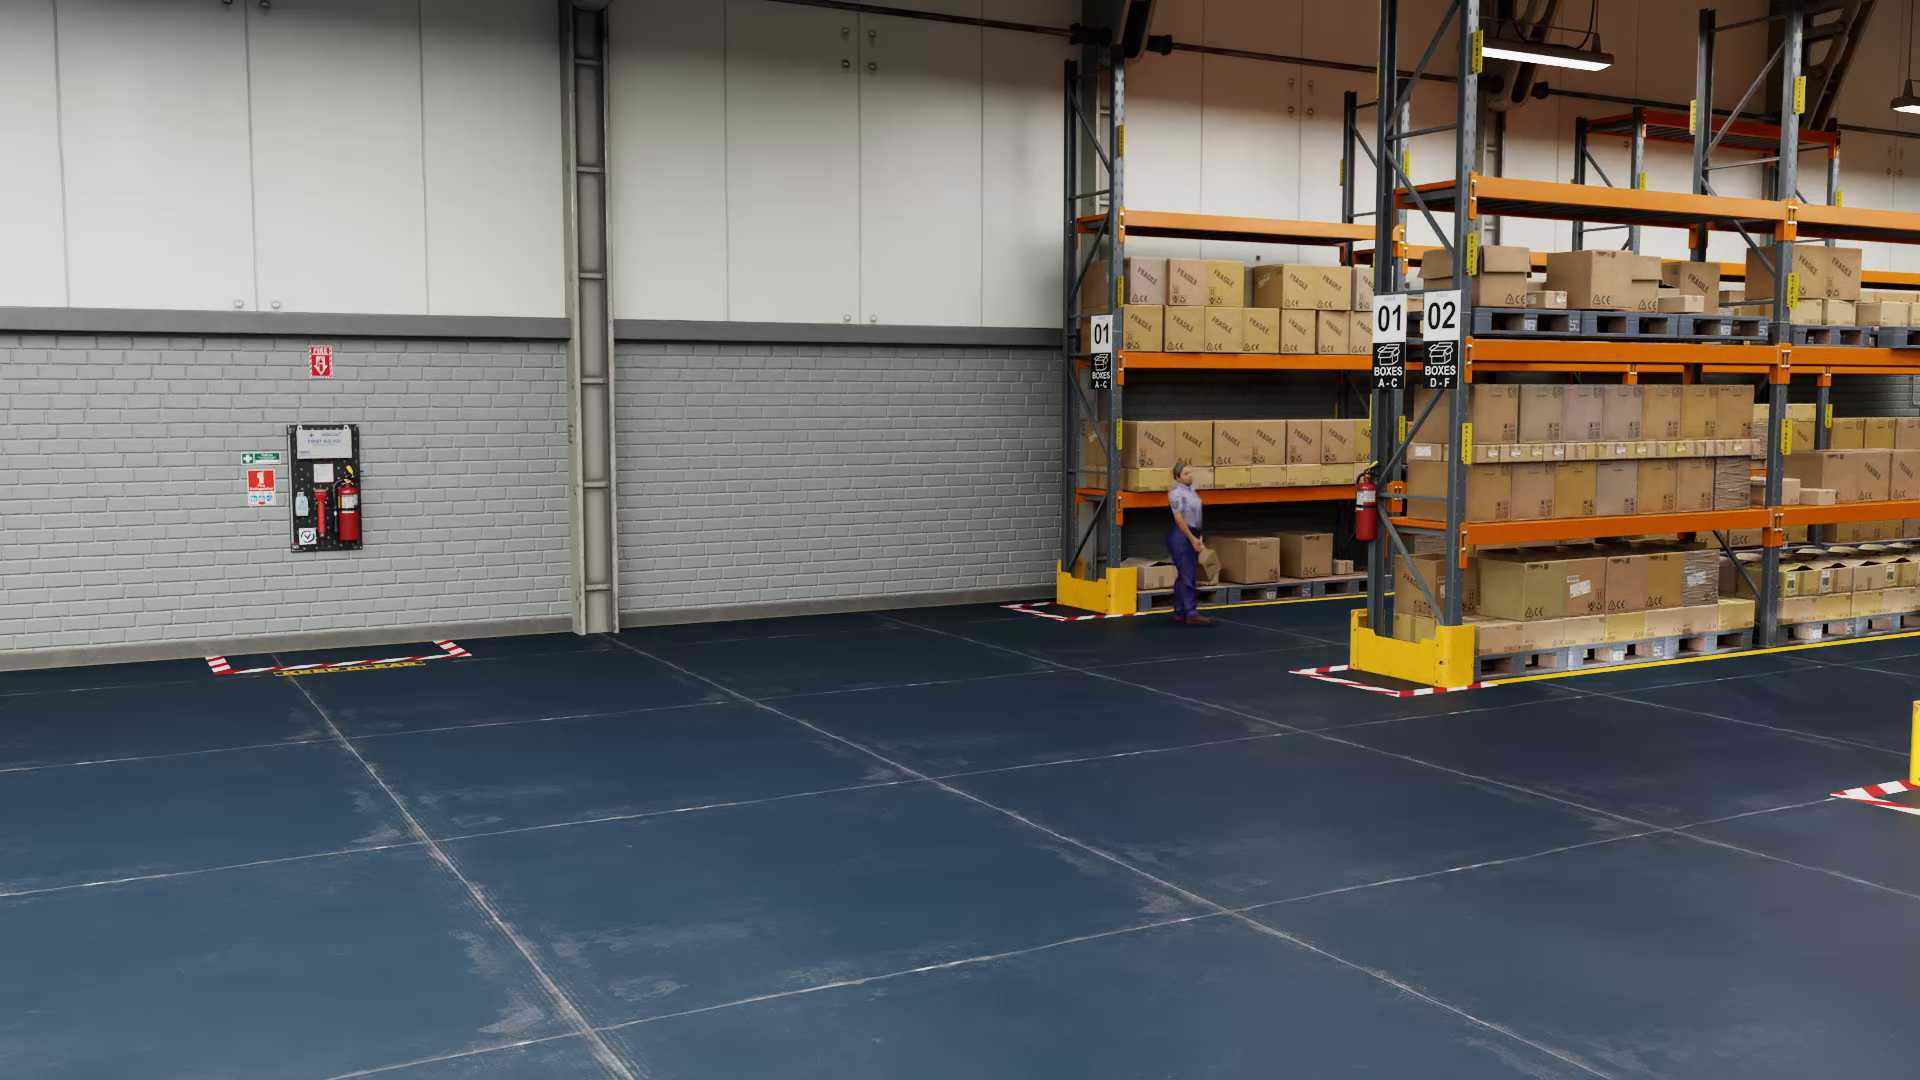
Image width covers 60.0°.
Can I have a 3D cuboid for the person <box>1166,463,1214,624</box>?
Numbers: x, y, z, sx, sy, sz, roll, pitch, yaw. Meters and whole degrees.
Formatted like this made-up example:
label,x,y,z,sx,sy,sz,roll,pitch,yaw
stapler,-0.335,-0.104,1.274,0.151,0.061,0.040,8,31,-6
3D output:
label,x,y,z,sx,sy,sz,roll,pitch,yaw
person,2.396,0.039,17.037,0.505,1.641,0.493,2,6,24
